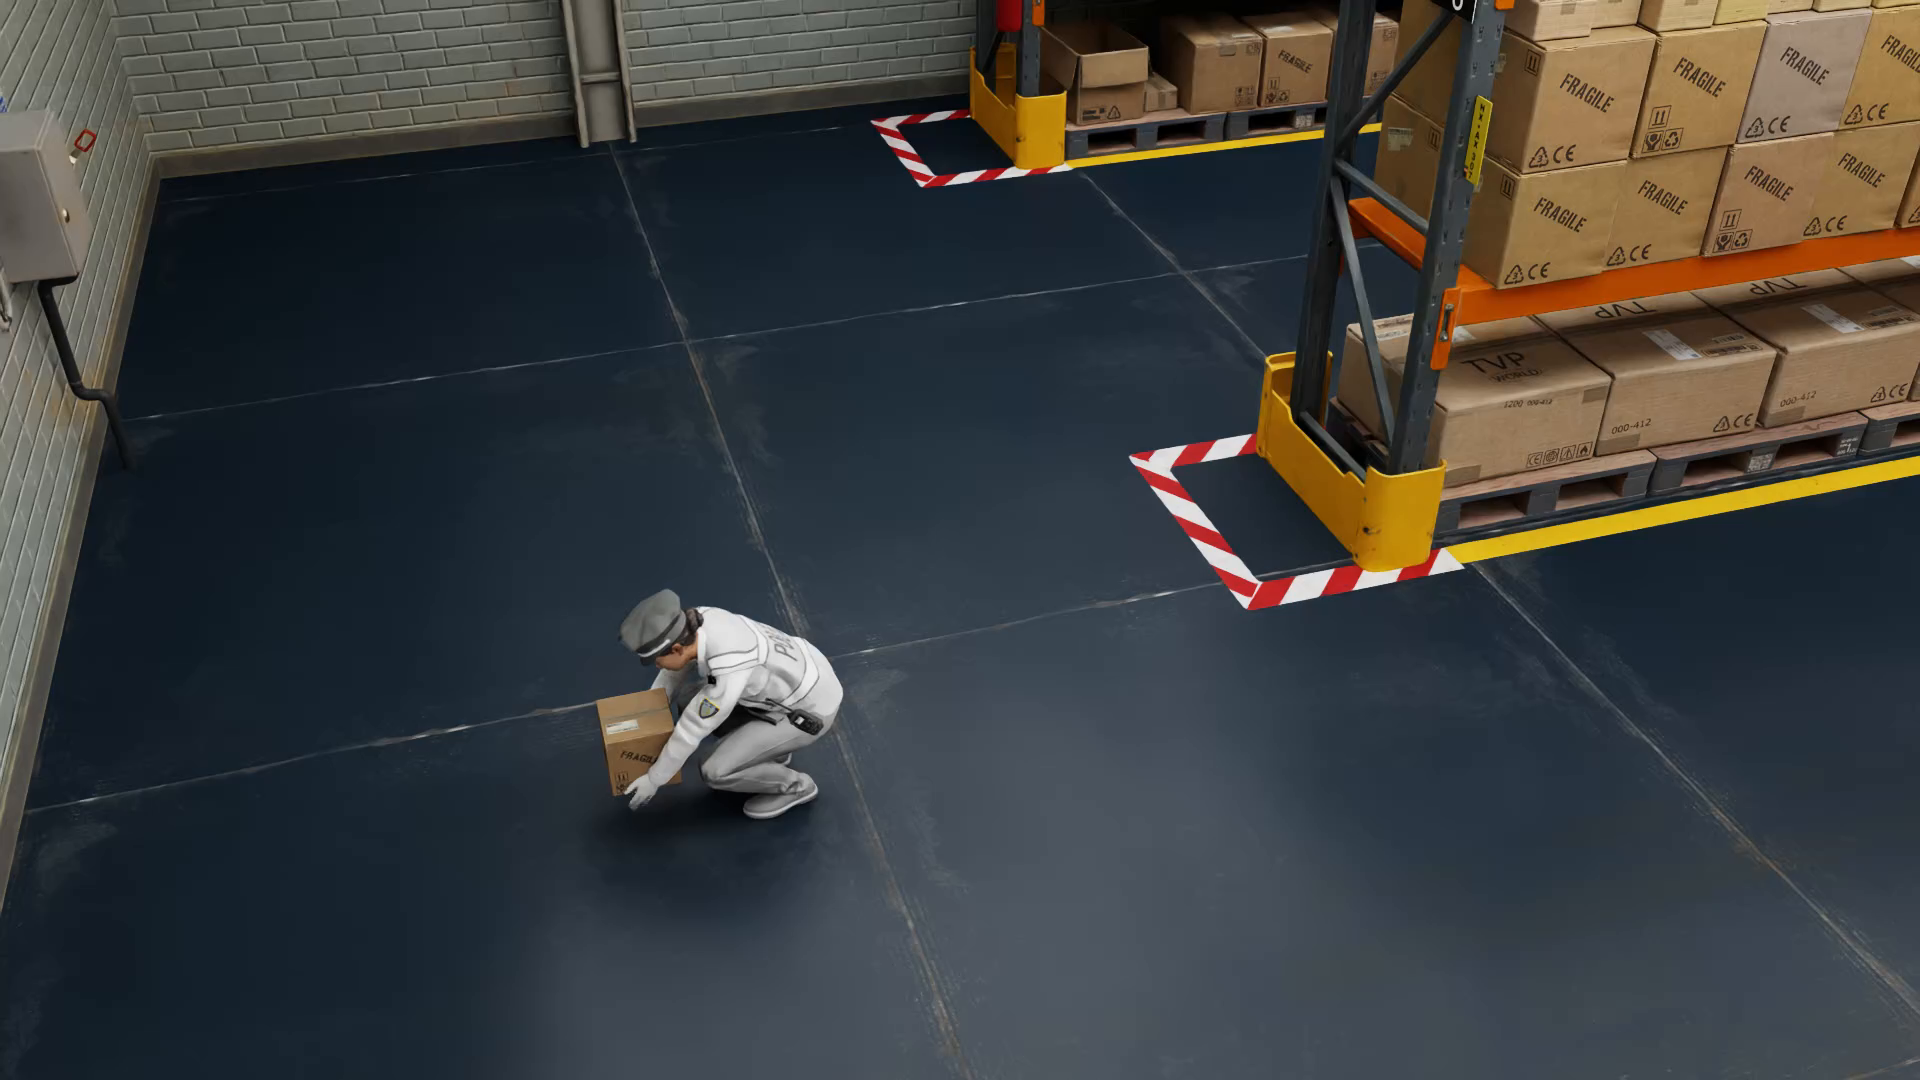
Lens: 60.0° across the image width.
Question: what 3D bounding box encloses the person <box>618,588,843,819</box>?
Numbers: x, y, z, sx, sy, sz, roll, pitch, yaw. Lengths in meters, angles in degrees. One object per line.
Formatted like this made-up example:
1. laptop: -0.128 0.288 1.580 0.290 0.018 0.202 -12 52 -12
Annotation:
1. person: -0.841 0.546 5.974 0.831 0.965 0.494 -10 35 -15
